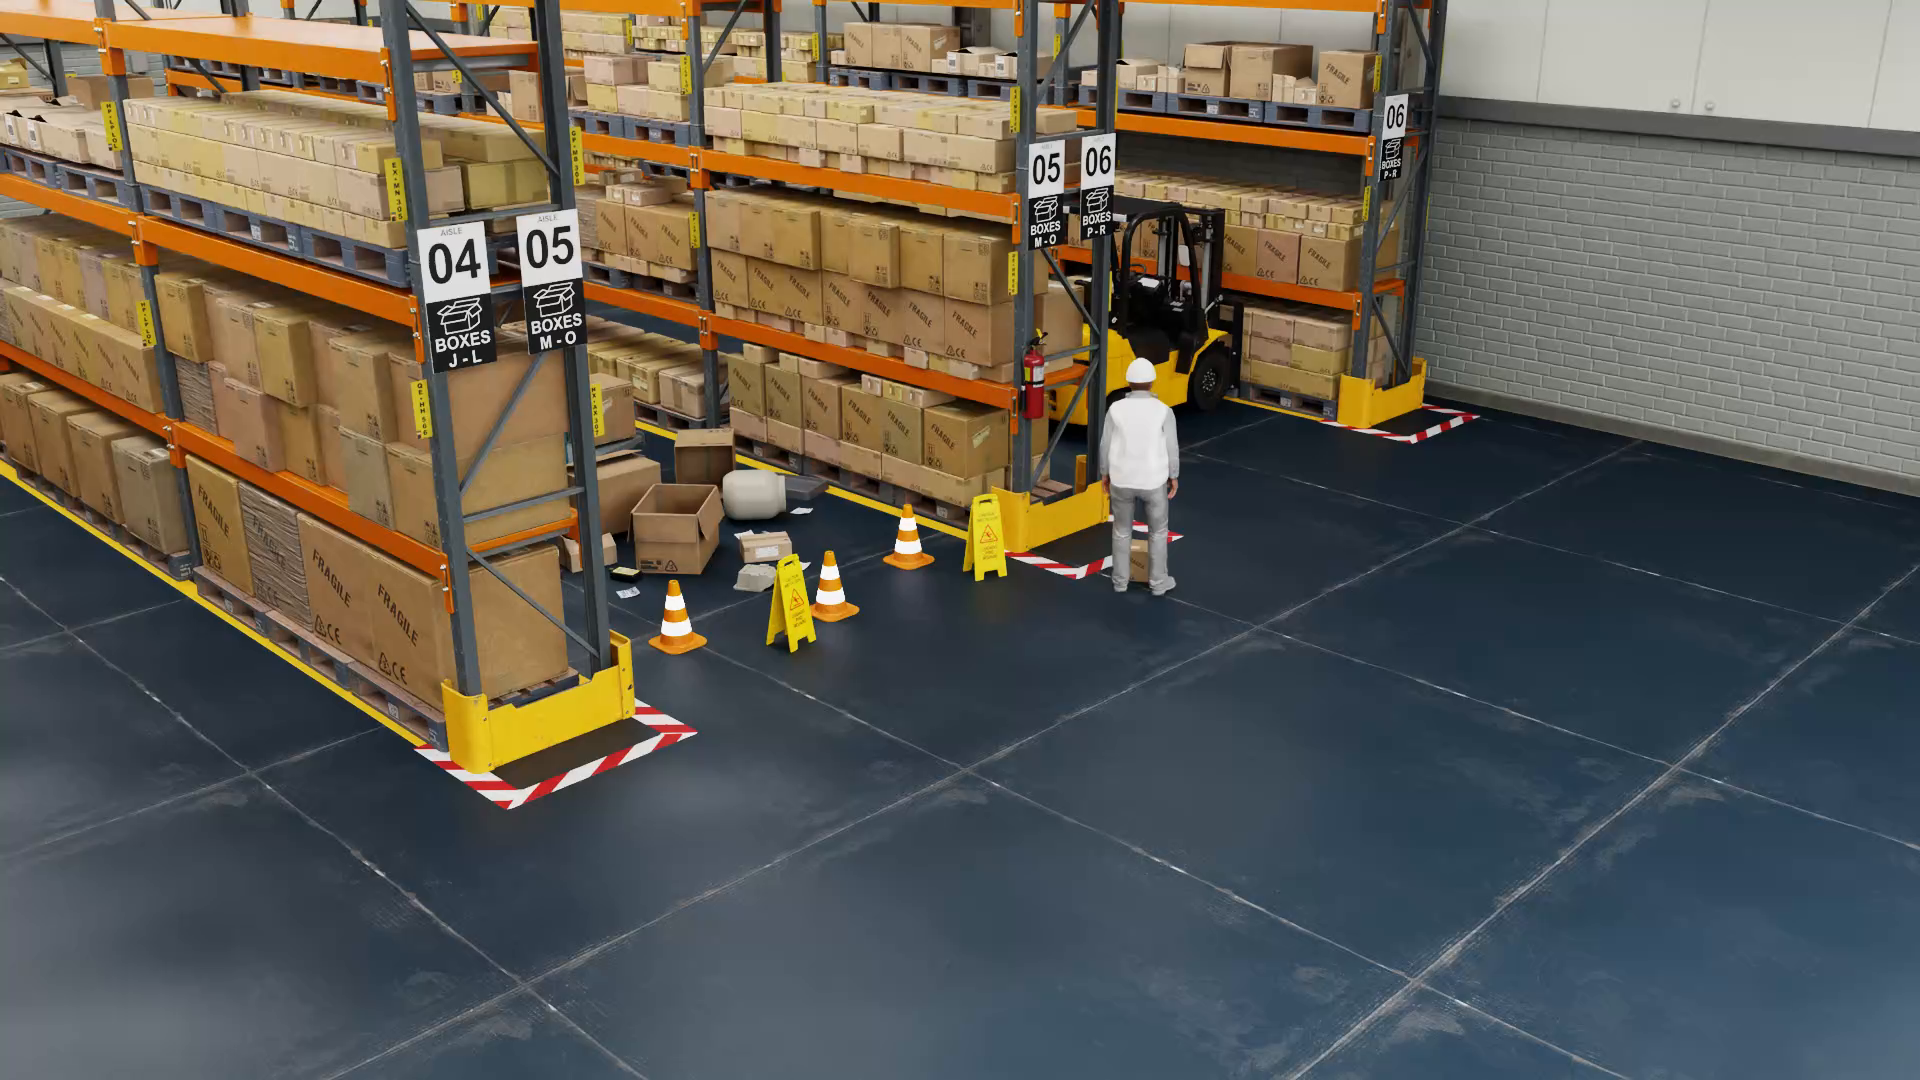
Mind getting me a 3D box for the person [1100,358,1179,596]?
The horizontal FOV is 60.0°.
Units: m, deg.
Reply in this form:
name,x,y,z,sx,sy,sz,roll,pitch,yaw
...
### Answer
name,x,y,z,sx,sy,sz,roll,pitch,yaw
person,1.326,-0.463,12.282,0.594,1.771,0.464,5,21,13
